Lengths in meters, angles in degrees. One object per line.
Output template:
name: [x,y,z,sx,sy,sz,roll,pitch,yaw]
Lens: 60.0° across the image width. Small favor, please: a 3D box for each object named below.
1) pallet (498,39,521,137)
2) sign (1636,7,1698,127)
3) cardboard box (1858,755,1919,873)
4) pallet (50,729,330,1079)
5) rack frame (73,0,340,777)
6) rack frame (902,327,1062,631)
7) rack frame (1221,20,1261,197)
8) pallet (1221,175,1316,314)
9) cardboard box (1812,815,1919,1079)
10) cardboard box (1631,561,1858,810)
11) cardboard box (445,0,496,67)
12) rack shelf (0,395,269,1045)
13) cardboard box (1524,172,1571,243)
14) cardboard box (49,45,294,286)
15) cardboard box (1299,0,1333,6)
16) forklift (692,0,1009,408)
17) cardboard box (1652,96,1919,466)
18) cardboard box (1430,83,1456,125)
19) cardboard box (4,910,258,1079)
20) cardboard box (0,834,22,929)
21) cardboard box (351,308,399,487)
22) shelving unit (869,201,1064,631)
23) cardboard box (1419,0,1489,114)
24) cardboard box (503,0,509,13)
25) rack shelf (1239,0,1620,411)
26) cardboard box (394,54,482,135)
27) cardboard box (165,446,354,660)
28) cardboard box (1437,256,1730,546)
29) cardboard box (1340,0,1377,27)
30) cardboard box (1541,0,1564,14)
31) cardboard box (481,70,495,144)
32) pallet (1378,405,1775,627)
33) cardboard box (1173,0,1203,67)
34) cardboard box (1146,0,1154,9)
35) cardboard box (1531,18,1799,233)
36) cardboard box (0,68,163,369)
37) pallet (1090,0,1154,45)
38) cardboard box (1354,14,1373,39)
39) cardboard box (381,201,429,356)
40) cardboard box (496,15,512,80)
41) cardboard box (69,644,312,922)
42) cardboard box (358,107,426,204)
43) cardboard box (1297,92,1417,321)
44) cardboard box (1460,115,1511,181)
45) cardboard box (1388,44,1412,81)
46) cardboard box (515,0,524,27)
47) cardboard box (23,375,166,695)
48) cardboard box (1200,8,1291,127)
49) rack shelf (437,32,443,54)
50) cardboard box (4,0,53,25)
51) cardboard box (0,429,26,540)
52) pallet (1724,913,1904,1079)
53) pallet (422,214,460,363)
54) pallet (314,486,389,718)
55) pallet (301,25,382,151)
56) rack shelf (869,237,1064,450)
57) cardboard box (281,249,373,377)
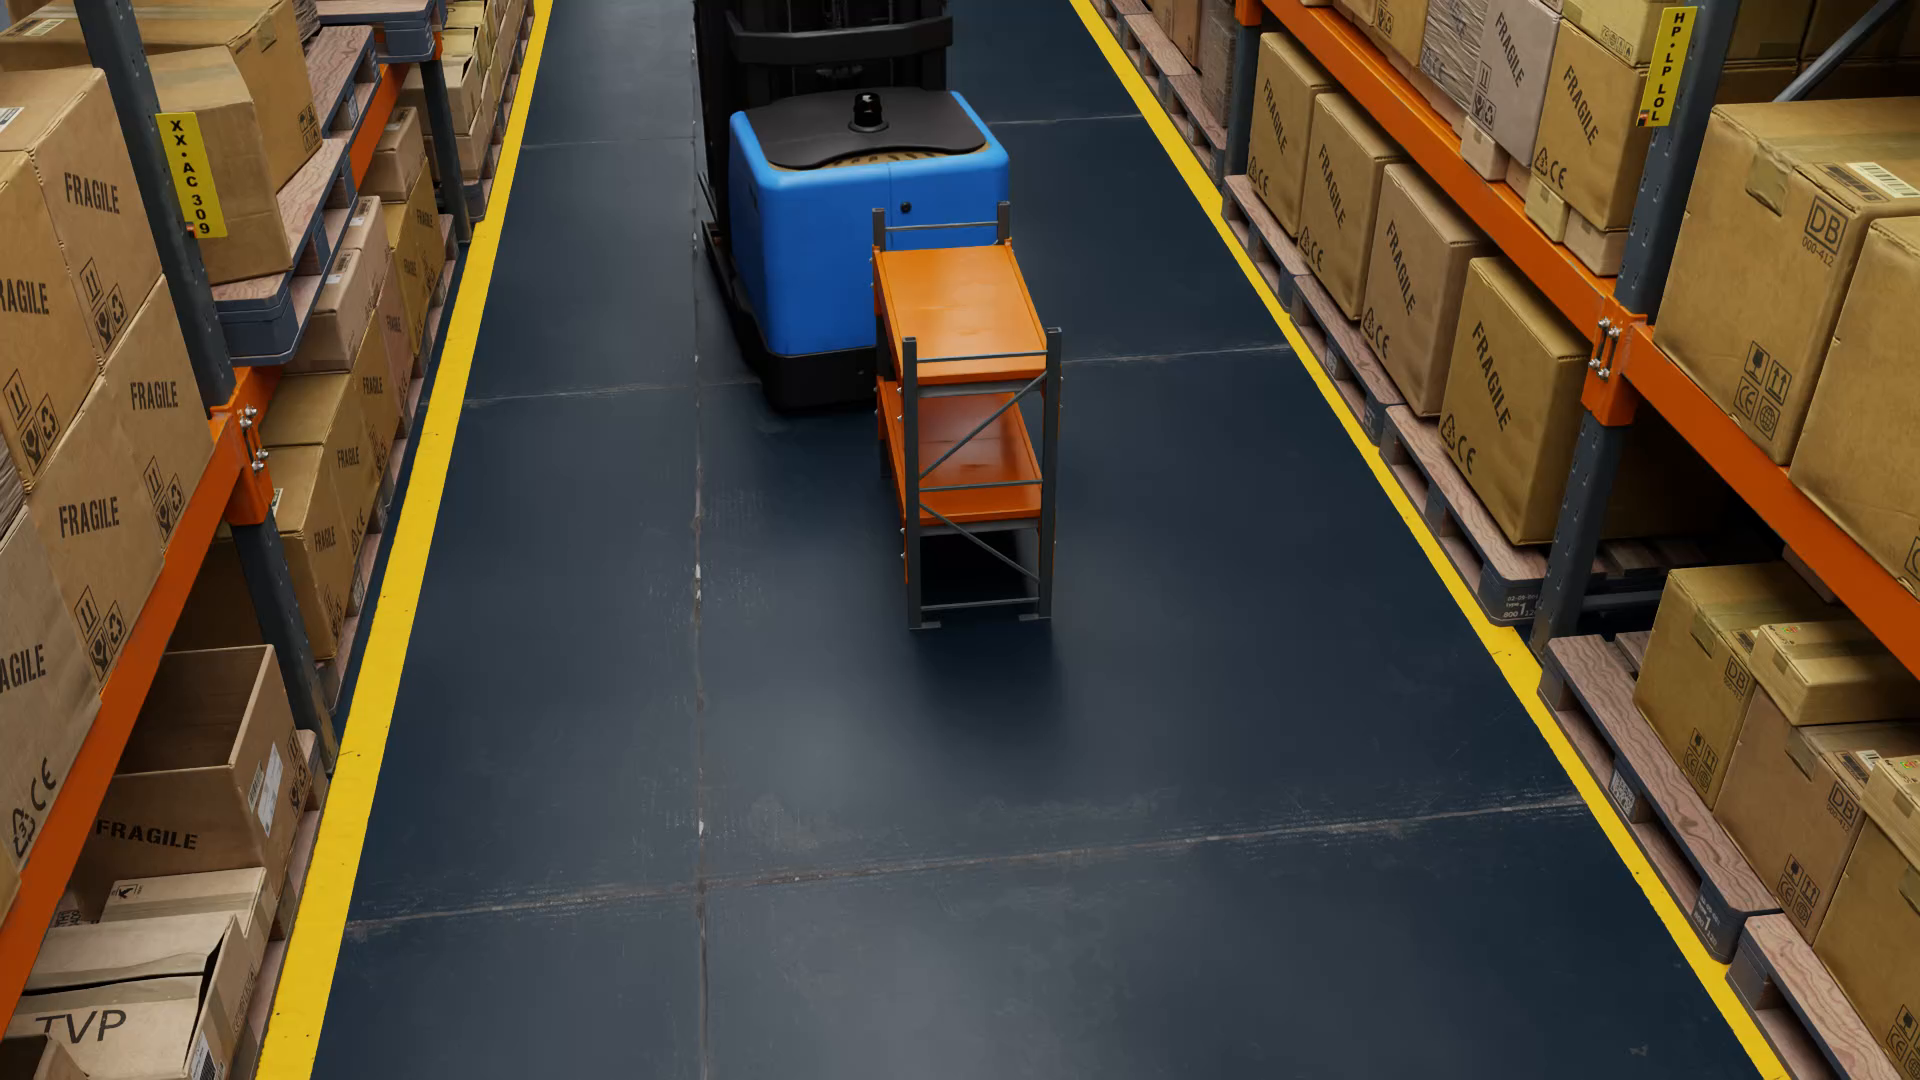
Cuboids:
pallet: [-3.226,-2.724,10.060,1.003,0.211,1.213,-4,35,-6]
sign: [1.917,-1.279,4.506,0.100,0.325,0.005,-4,35,-6]
cardboard box: [2.388,0.633,3.929,0.380,0.149,0.250,-5,35,-8]
pallet: [-2.363,1.033,4.547,1.003,0.211,1.213,-4,35,-6]
rack frame: [-2.455,-0.503,4.324,1.000,3.000,0.127,-4,35,-6]
rack frame: [0.069,-0.177,5.511,0.500,1.125,0.032,-4,35,-6]
rack frame: [1.915,-3.112,8.153,1.000,3.000,0.127,-4,35,-6]
pallet: [1.947,-1.514,8.284,1.003,0.211,1.213,-4,35,-6]
cardboard box: [2.584,0.972,4.007,0.700,0.500,0.500,-4,34,-5]
cardboard box: [2.452,0.405,4.840,0.700,0.500,0.500,-4,34,-6]
cardboard box: [-2.917,-2.896,9.406,0.500,0.311,0.500,-5,35,-8]
rack shelf: [-2.186,0.911,2.889,1.077,0.370,4.000,-4,35,-6]
cardboard box: [2.070,-1.091,5.392,0.380,0.149,0.250,-4,34,-5]
cardboard box: [-2.297,-0.999,4.590,0.700,0.500,0.500,-16,37,-22]
cardboard box: [1.707,-2.519,7.488,0.380,0.149,0.250,-3,34,-5]
forklift: [-0.666,-2.589,7.446,1.130,2.935,3.031,-9,35,-13]
cardboard box: [2.510,-0.700,4.347,0.980,0.700,0.700,-4,34,-6]
cardboard box: [2.000,-1.664,6.233,0.380,0.149,0.250,-5,35,-8]
cardboard box: [-1.996,1.142,3.908,0.500,0.311,0.500,-4,35,-6]
cardboard box: [-1.920,0.574,2.656,0.500,0.500,0.500,-4,34,-6]
cardboard box: [-2.421,-0.516,6.173,0.500,0.500,0.500,-4,34,-6]
shelving unit: [0.001,-0.461,5.928,0.538,1.125,1.048,-4,35,-6]
cardboard box: [2.004,-1.856,5.939,0.500,0.500,0.500,-4,35,-6]
cardboard box: [-3.051,-3.463,10.239,0.500,0.311,0.500,-4,35,-7]
rack shelf: [2.184,-1.699,6.718,1.077,0.370,4.000,-4,35,-6]
cardboard box: [-2.772,-2.318,8.559,0.500,0.311,0.500,-3,34,-5]
cardboard box: [-2.278,0.060,5.327,0.500,0.500,0.500,-6,35,-9]
cardboard box: [2.237,-0.518,5.882,0.750,0.750,0.750,-4,34,-6]
cardboard box: [1.854,-2.424,6.773,0.500,0.500,0.500,-5,35,-7]
cardboard box: [2.078,-1.890,5.323,0.500,0.250,0.500,-4,34,-5]
cardboard box: [-2.841,-2.367,9.128,0.500,0.250,0.500,-5,35,-8]
pallet: [2.275,-0.152,6.286,1.003,0.211,1.213,-4,35,-6]
cardboard box: [1.718,-3.230,10.155,0.700,0.500,0.500,-5,35,-7]
cardboard box: [1.612,-3.799,10.990,0.700,0.500,0.500,-5,35,-7]
cardboard box: [2.142,-1.291,5.110,0.500,0.500,0.500,-5,35,-7]
cardboard box: [-2.130,-0.695,3.629,0.500,0.500,0.500,-4,34,-6]
pallet: [1.484,-3.758,11.576,1.003,0.211,1.213,-4,35,-6]
cardboard box: [1.907,-2.244,7.085,0.380,0.149,0.250,-4,34,-5]
cardboard box: [-2.565,-1.091,7.016,0.500,0.500,0.500,-6,35,-8]
cardboard box: [-2.985,-2.943,9.973,0.500,0.250,0.500,-4,34,-5]
cardboard box: [-2.097,0.645,4.469,0.500,0.500,0.500,-4,35,-6]
cardboard box: [-2.623,-1.658,7.183,0.500,0.250,0.500,-3,34,-5]
cardboard box: [1.996,-1.488,7.305,0.750,0.750,0.750,-5,35,-7]
cardboard box: [1.986,-1.382,5.819,0.380,0.149,0.250,-4,35,-6]
cardboard box: [1.947,-1.960,6.668,0.380,0.149,0.250,-4,34,-6]
cardboard box: [-3.121,-3.512,10.809,0.500,0.250,0.500,-5,35,-7]
cardboard box: [-2.063,0.003,3.493,0.500,0.500,0.500,-3,34,-5]
cardboard box: [1.767,-2.659,9.317,0.700,0.500,0.500,-4,34,-6]
rack shelf: [-3.262,-3.554,9.440,1.077,0.370,4.000,-4,35,-6]
cardboard box: [-2.753,-1.699,5.617,0.700,0.500,0.500,-13,36,-18]
cardboard box: [-1.991,-0.128,2.797,0.500,0.500,0.500,-4,34,-6]
pallet: [2.646,1.385,4.030,1.003,0.211,1.213,-4,35,-6]
pallet: [-2.930,-1.163,7.769,1.003,0.211,1.213,-4,35,-6]
pallet: [-2.602,0.199,5.771,1.003,0.211,1.213,-4,35,-6]
pallet: [-2.727,-1.571,6.061,1.003,0.211,1.213,-4,35,-6]
rack shelf: [0.001,-0.703,5.763,0.538,0.278,1.000,-4,35,-6]
cardboard box: [-2.413,-0.808,5.935,0.500,0.250,0.500,-4,35,-6]
